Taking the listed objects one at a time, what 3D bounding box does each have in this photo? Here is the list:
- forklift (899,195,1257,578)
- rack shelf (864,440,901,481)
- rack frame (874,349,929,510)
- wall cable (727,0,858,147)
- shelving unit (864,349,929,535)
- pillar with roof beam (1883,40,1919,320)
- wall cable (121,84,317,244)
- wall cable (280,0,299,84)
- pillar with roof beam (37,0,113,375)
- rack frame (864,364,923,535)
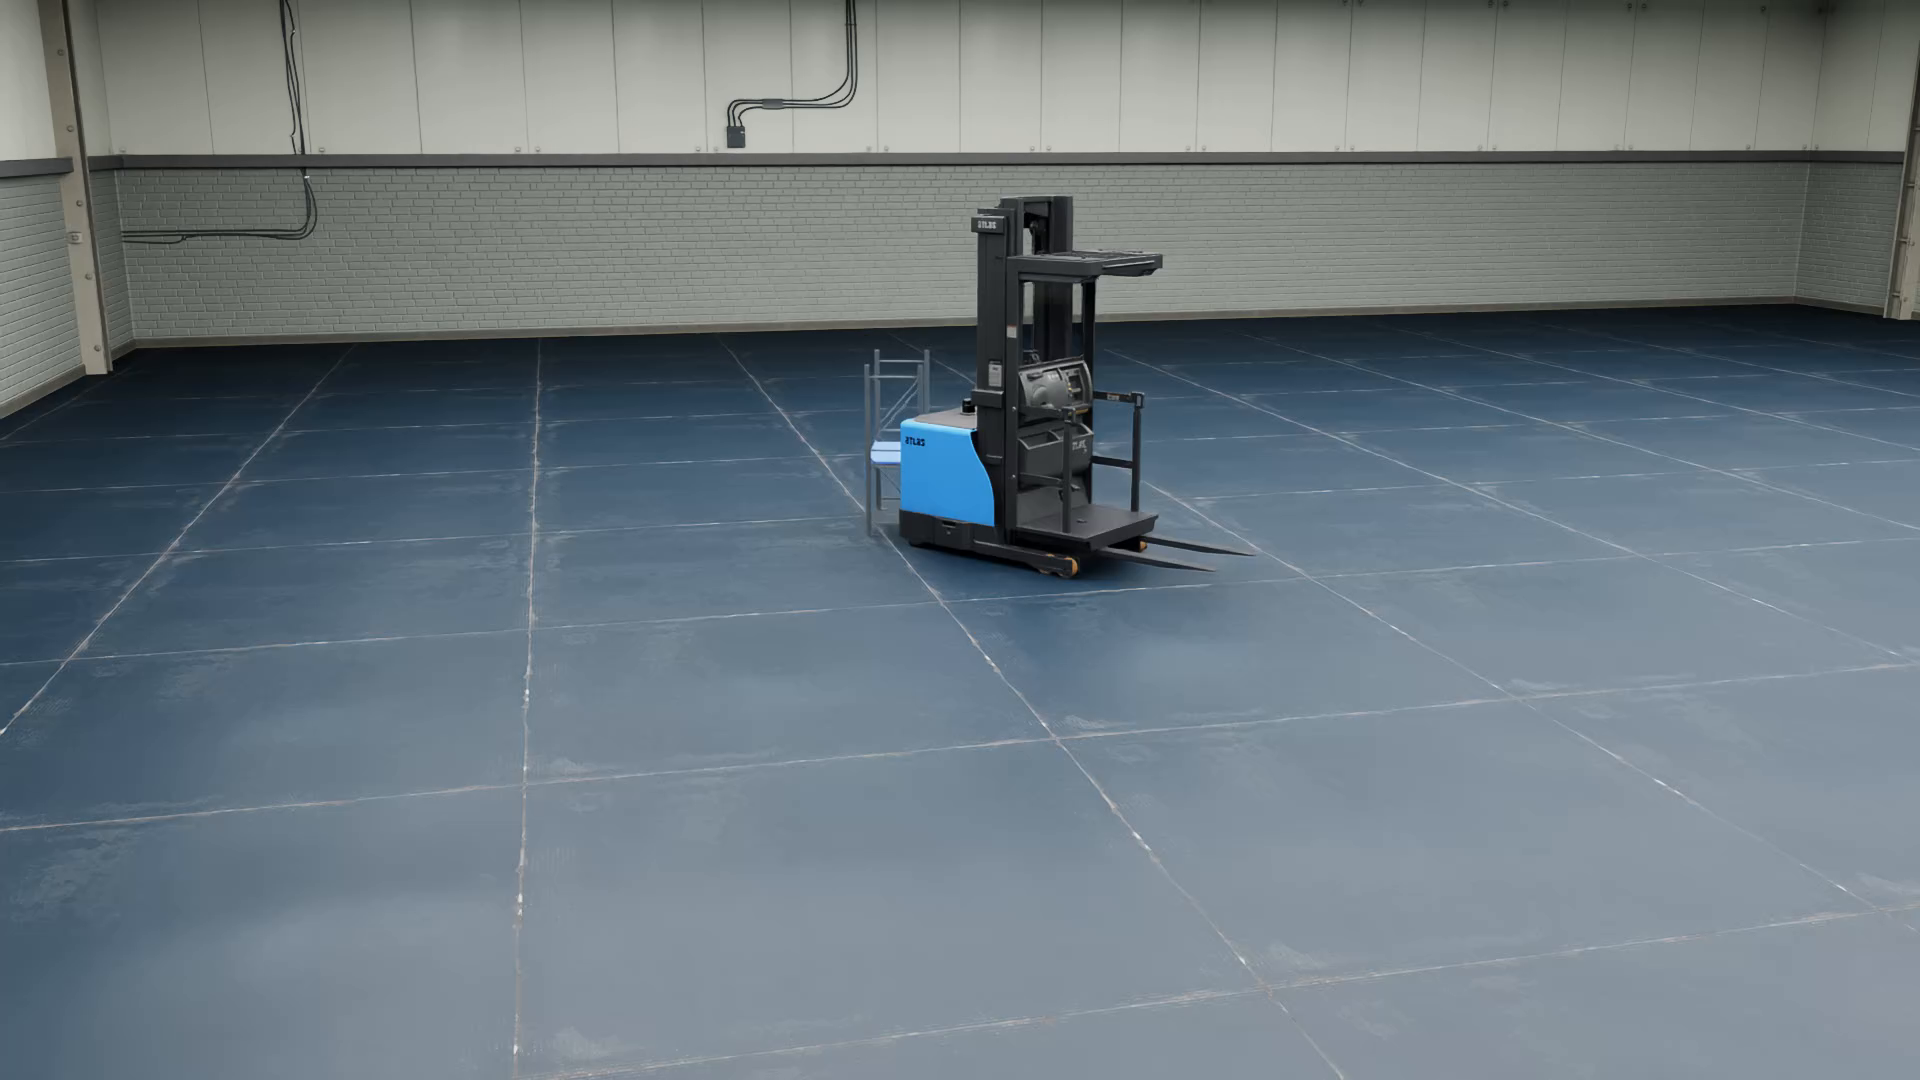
[{"bbox_3d":[0.946,-1.262,13.419,3.031,2.935,1.130,11,17,37],"label":"forklift"},{"bbox_3d":[-0.552,-0.719,14.969,0.538,0.185,1.000,0,14,2],"label":"rack shelf"},{"bbox_3d":[-0.534,-1.015,15.420,0.500,1.500,0.032,0,14,2],"label":"rack frame"},{"bbox_3d":[-2.897,-9.777,28.318,2.305,6.003,0.169,-3,14,-13],"label":"wall cable"},{"bbox_3d":[-0.552,-0.894,14.926,0.538,1.500,1.048,0,14,2],"label":"shelving unit"},{"bbox_3d":[13.712,-8.362,29.691,9.100,9.000,0.400,-3,14,-13],"label":"pillar with roof beam"},{"bbox_3d":[-12.129,-6.091,26.939,3.097,2.526,0.112,-3,14,-13],"label":"wall cable"},{"bbox_3d":[-9.499,-8.695,26.957,3.097,2.526,0.112,-3,14,-13],"label":"wall cable"},{"bbox_3d":[-8.538,-7.086,24.469,9.100,9.000,0.400,-3,14,-13],"label":"pillar with roof beam"},{"bbox_3d":[-0.571,-0.773,14.433,0.500,1.500,0.032,0,14,2],"label":"rack frame"}]
